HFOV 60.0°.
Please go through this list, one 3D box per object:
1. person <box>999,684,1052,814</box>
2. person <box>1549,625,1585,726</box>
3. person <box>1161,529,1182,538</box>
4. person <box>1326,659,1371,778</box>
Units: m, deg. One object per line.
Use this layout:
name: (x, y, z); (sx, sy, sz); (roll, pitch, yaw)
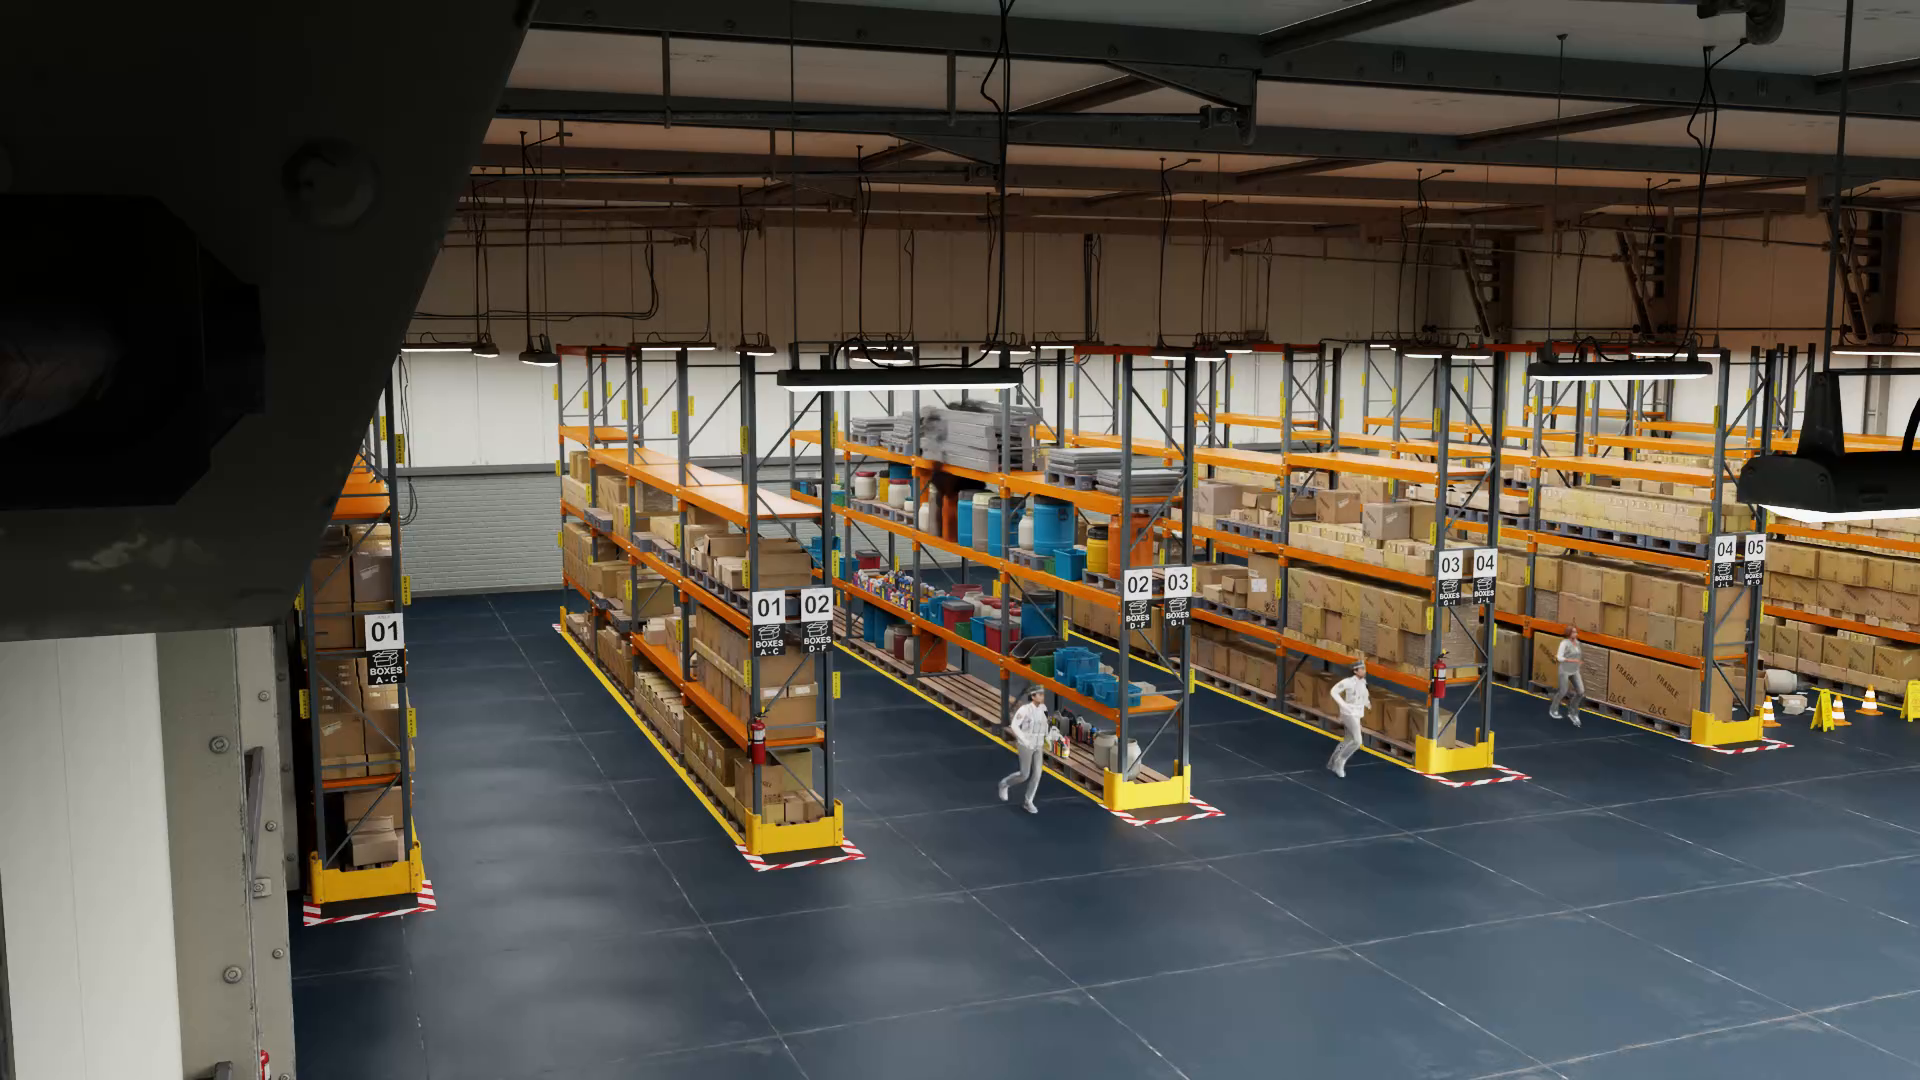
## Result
person: (0.944, 2.720, 22.090); (0.680, 1.656, 0.687); (-6, 9, -38)
person: (9.749, 2.161, 26.661); (0.525, 1.627, 0.701); (-3, 8, -21)
person: (5.134, 0.325, 40.948); (0.694, 1.686, 0.846); (6, 10, 42)
person: (5.569, 2.517, 23.641); (0.611, 1.691, 0.621); (7, 10, 43)
